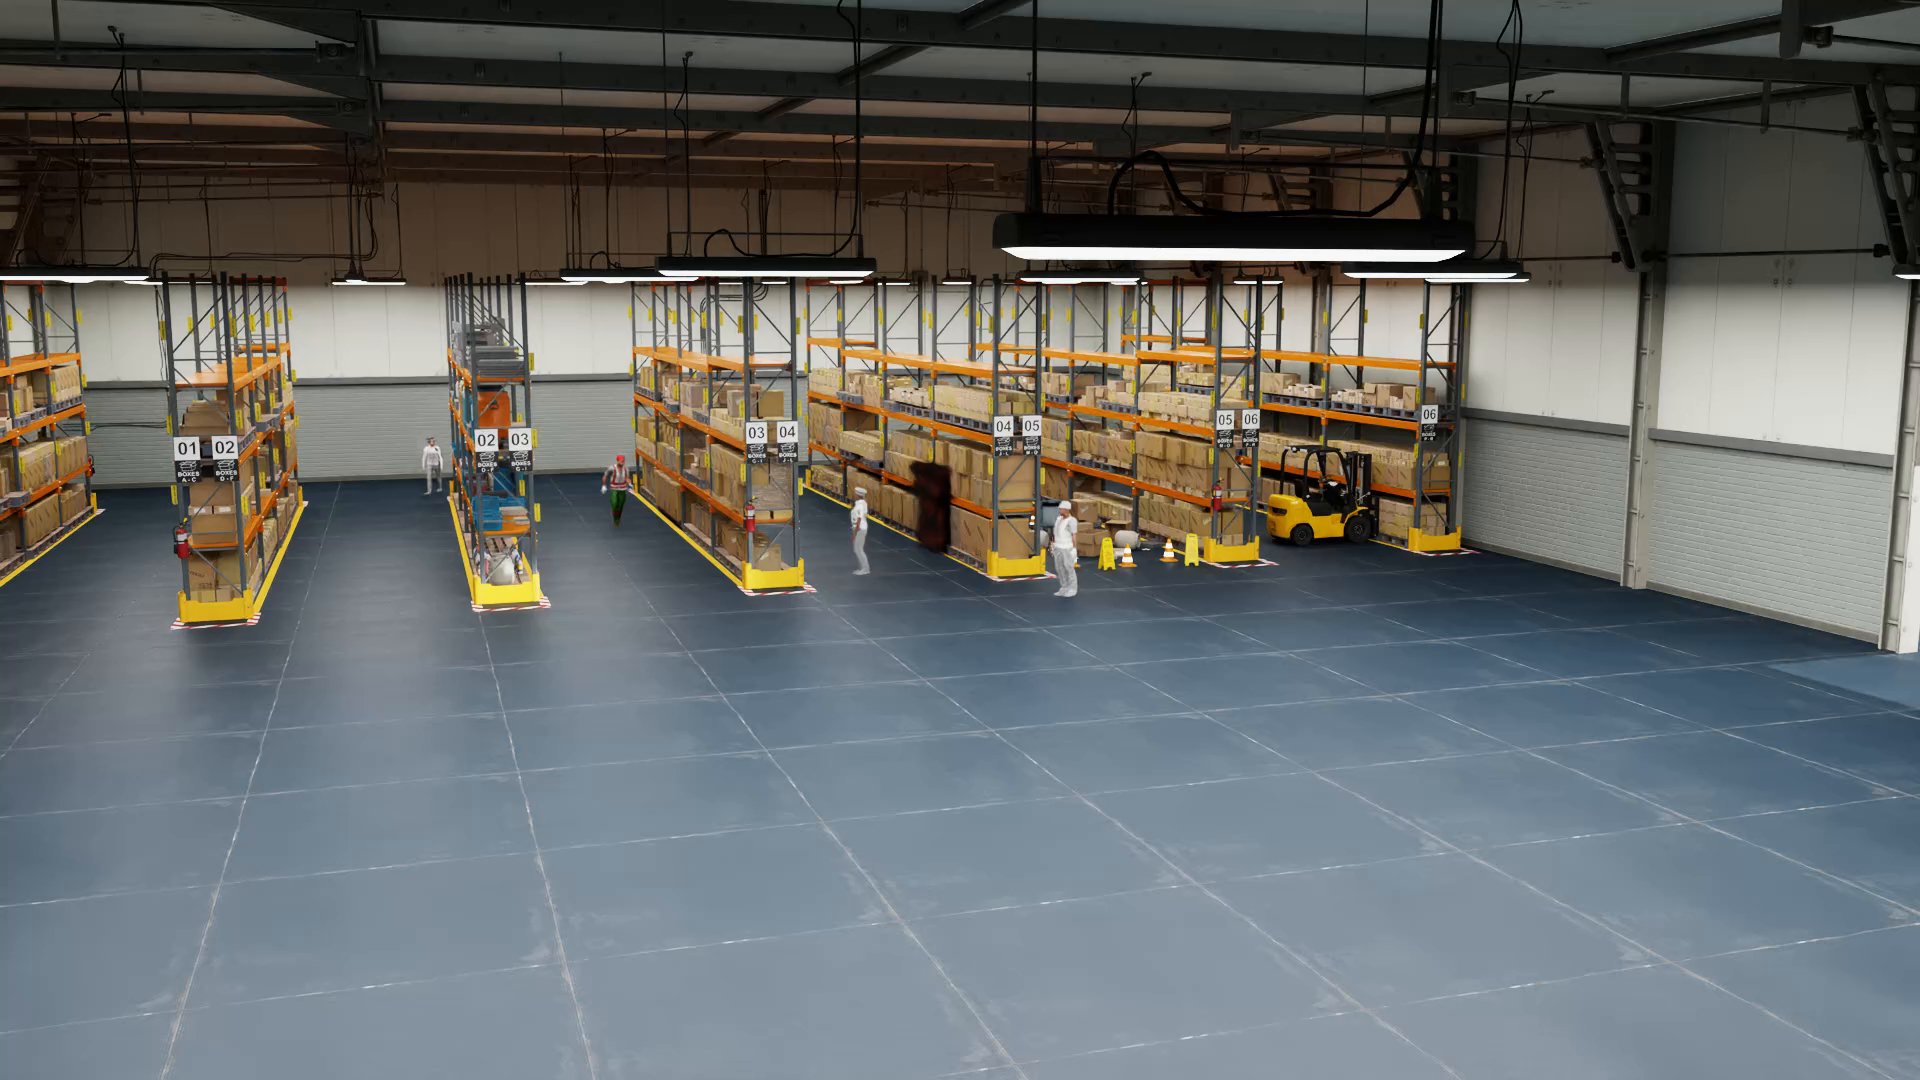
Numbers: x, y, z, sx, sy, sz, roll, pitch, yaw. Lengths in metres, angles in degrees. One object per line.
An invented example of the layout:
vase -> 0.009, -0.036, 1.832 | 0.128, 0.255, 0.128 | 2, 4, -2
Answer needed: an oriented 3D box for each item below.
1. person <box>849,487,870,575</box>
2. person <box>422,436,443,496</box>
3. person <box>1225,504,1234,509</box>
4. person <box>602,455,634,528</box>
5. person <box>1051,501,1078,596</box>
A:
person -> -1.924, -0.171, 31.847 | 0.381, 1.694, 0.504 | 0, 9, -2
person -> -14.711, -2.072, 46.346 | 0.557, 1.628, 0.966 | -1, 9, -10
person -> 6.398, -1.114, 39.640 | 0.439, 1.769, 0.602 | 2, 9, 12
person -> -8.317, -1.182, 40.381 | 0.737, 1.800, 0.877 | -3, 9, -17
person -> 1.955, 0.169, 31.075 | 0.368, 1.819, 0.672 | -6, 10, -33
